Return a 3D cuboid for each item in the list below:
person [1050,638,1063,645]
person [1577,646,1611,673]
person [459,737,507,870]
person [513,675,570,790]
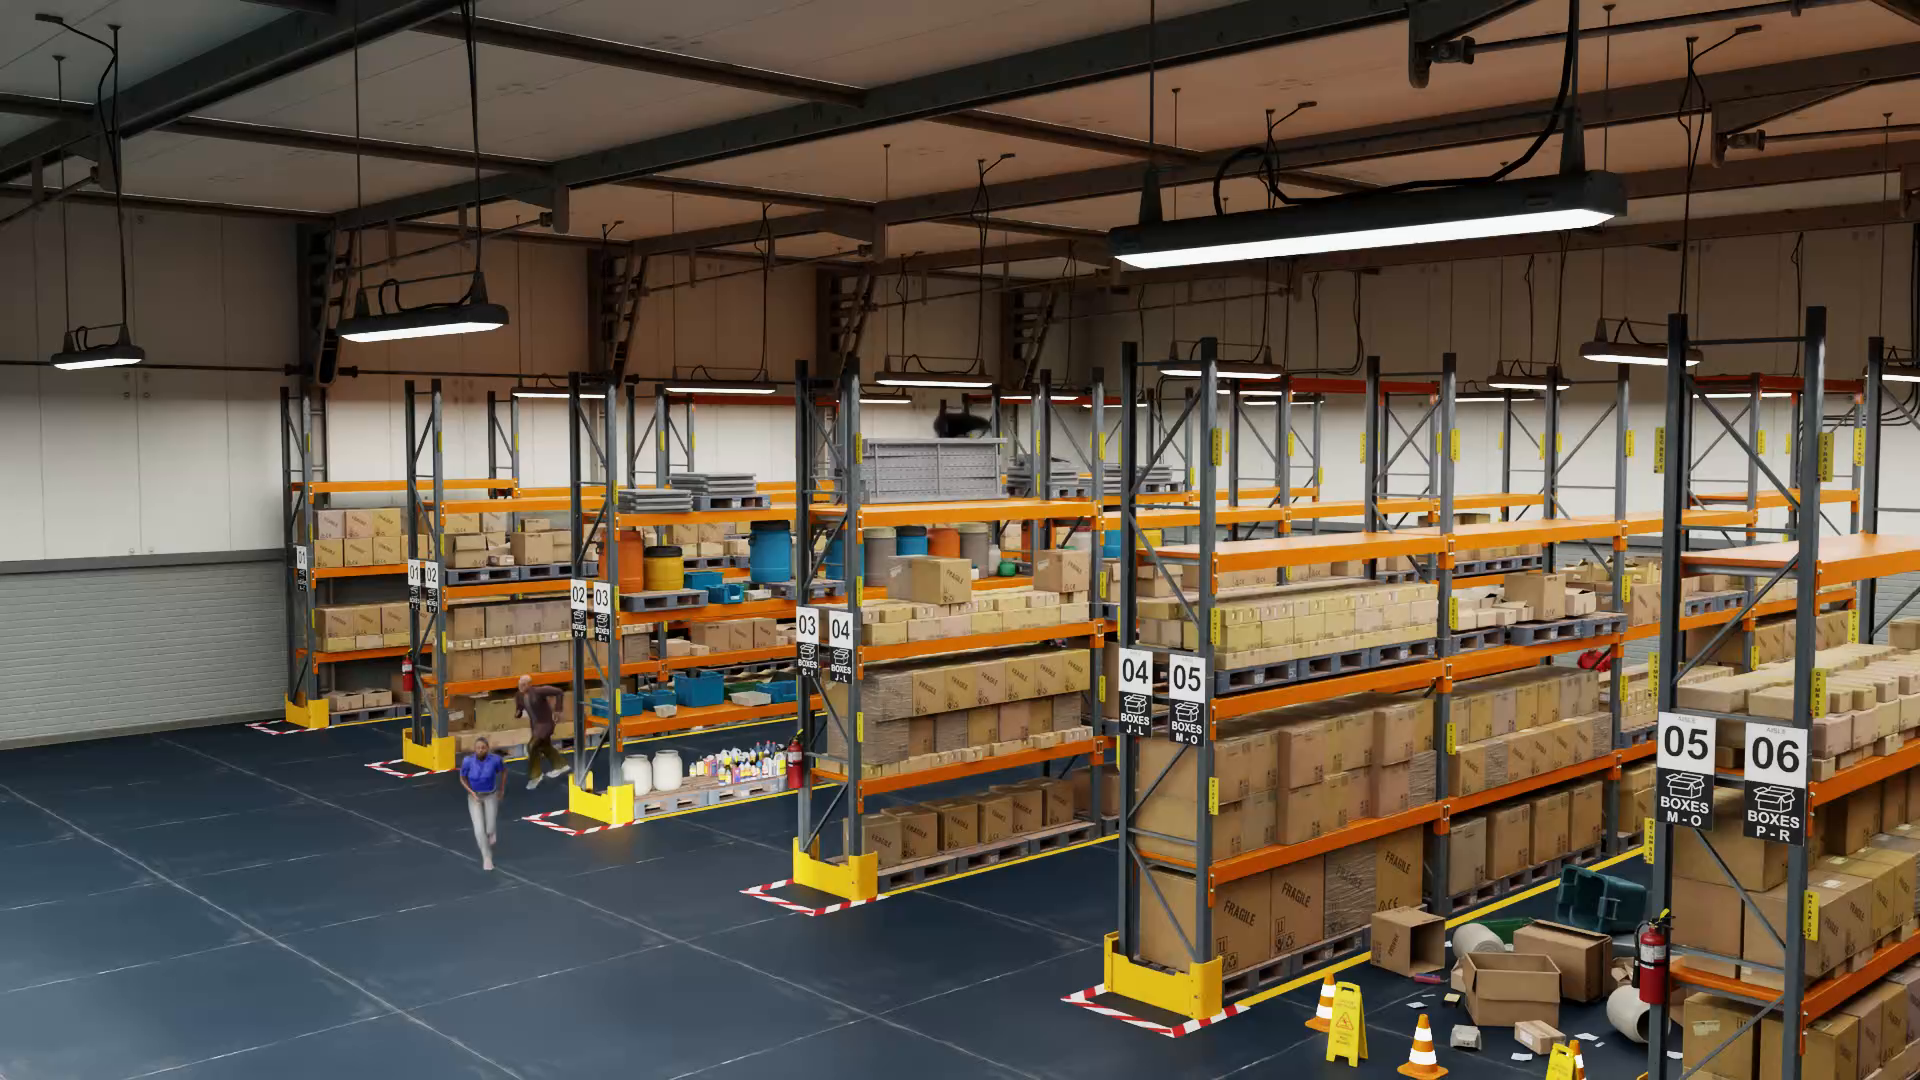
[{"bbox_3d":[1.886,2.187,32.766,0.699,1.771,0.972,3,5,41],"label":"person"},{"bbox_3d":[10.715,2.535,28.116,0.662,1.737,0.686,2,4,33],"label":"person"},{"bbox_3d":[-5.696,3.113,19.906,0.539,1.599,0.697,-1,4,-9],"label":"person"},{"bbox_3d":[-6.104,2.829,24.405,0.751,1.673,1.072,2,4,29],"label":"person"}]
